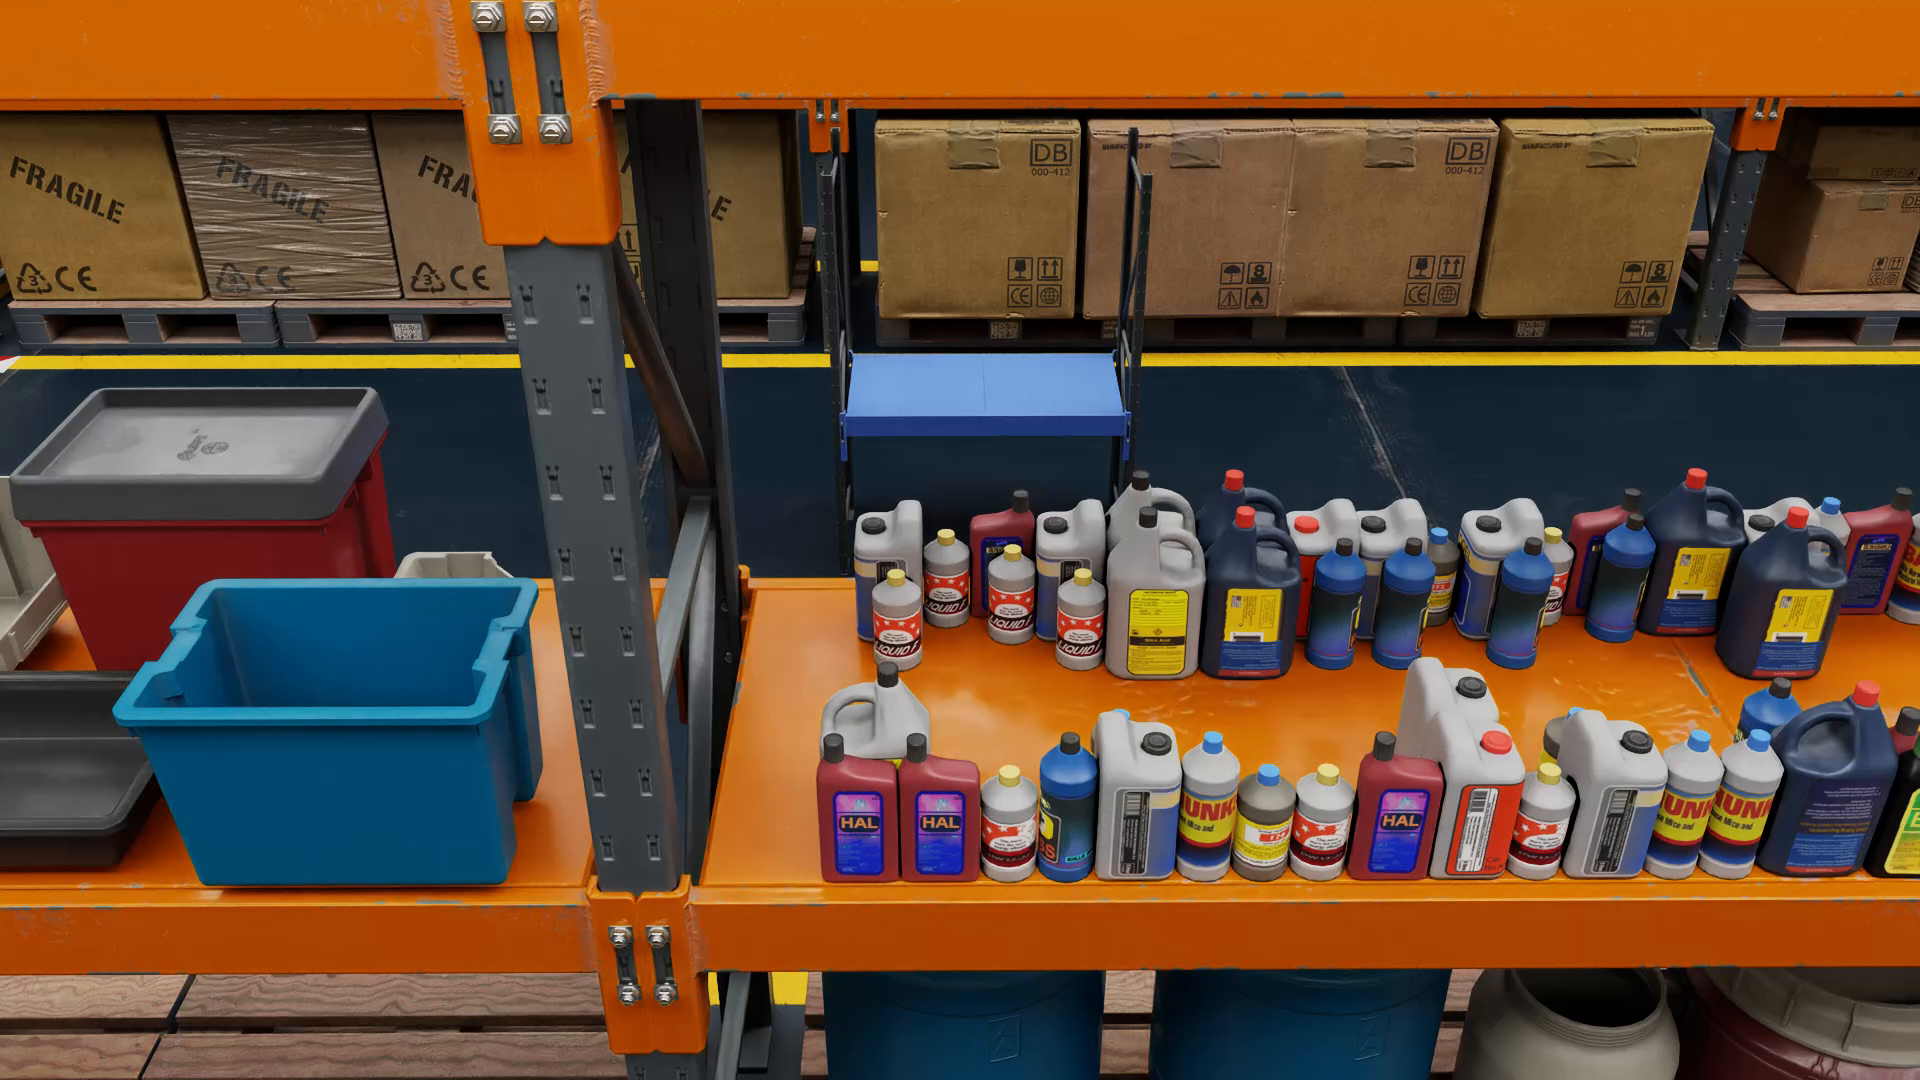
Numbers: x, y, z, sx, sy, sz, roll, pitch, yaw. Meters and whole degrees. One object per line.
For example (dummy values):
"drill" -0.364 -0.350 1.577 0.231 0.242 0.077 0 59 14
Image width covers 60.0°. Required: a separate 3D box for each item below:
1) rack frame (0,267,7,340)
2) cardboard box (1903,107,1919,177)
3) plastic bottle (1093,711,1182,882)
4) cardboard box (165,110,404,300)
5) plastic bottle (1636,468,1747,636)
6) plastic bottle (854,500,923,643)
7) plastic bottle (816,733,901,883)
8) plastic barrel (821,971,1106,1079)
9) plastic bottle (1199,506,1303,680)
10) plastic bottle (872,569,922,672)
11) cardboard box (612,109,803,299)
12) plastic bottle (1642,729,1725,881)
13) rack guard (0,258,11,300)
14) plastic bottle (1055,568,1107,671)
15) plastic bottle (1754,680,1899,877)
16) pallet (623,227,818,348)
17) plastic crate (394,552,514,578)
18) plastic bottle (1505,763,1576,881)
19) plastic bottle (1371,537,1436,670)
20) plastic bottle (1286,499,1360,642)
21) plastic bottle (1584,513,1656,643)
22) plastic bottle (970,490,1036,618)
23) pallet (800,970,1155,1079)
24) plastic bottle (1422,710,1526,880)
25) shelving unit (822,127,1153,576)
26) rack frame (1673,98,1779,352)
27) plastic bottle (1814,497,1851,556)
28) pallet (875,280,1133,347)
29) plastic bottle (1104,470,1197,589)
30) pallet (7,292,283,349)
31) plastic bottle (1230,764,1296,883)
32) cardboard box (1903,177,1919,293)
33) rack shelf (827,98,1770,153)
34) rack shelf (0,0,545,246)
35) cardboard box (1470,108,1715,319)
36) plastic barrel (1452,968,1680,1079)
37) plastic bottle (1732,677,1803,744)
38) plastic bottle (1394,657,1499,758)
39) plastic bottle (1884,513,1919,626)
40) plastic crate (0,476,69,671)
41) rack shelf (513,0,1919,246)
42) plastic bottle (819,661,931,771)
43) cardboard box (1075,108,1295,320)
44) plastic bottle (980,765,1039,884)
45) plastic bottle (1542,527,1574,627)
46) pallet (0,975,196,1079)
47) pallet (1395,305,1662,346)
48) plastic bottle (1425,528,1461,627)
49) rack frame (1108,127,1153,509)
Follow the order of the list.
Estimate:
"rack frame" -4.566 -2.386 7.290 0.127 3.000 1.000 0 31 0
"cardboard box" 4.634 -1.875 7.712 0.500 0.250 0.500 3 31 5
"plastic bottle" 0.295 0.419 2.787 0.135 0.276 0.152 0 31 0
"cardboard box" -3.017 -1.703 7.809 0.875 0.875 0.875 0 31 0
"plastic bottle" 1.482 0.016 3.379 0.185 0.351 0.144 0 31 0
"plastic bottle" -0.144 0.055 3.387 0.135 0.276 0.152 0 31 0
"plastic bottle" -0.167 0.441 2.744 0.133 0.283 0.061 0 31 0
"plastic barrel" 0.008 0.896 3.500 0.708 0.901 0.600 0 31 0
"plastic bottle" 0.567 0.094 3.251 0.185 0.351 0.144 0 31 0
"plastic bottle" -0.125 0.152 3.300 0.097 0.201 0.097 0 31 0
"cardboard box" -1.227 -1.709 7.818 0.875 0.875 0.875 0 31 0
"plastic bottle" 1.203 0.433 2.769 0.097 0.271 0.097 0 31 0
"rack guard" -4.590 -1.317 7.938 0.348 0.500 1.175 0 31 0
"plastic bottle" 0.241 0.151 3.302 0.097 0.201 0.097 0 31 0
"plastic bottle" 1.441 0.386 2.770 0.185 0.351 0.144 0 31 0
"pallet" -1.327 -1.244 8.097 1.213 0.211 1.003 0 31 0
"plastic crate" -1.003 0.186 3.249 0.243 0.136 0.396 0 31 0
"plastic bottle" 0.971 0.463 2.786 0.097 0.201 0.097 0 31 0
"plastic bottle" 0.879 0.119 3.287 0.097 0.271 0.097 0 31 0
"plastic bottle" 0.726 0.053 3.391 0.135 0.276 0.152 0 31 0
"plastic bottle" 1.342 0.070 3.367 0.097 0.271 0.097 0 31 0
"plastic bottle" 0.087 0.028 3.425 0.133 0.283 0.061 0 31 0
"pallet" 0.236 1.382 3.768 1.213 0.211 1.003 0 31 0
"plastic bottle" 0.855 0.417 2.790 0.135 0.276 0.152 0 31 0
"shelving unit" 0.085 -0.641 5.861 1.048 1.500 0.538 0 31 0
"rack frame" 3.434 -2.411 7.331 0.127 3.000 1.000 0 31 0
"plastic bottle" 1.758 0.037 3.421 0.097 0.271 0.097 0 31 0
"pallet" 0.205 -1.247 8.102 1.213 0.211 1.003 0 31 0
"plastic bottle" 0.381 0.020 3.374 0.185 0.351 0.144 0 31 0
"pallet" -3.767 -1.236 8.084 1.213 0.211 1.003 0 31 0
"plastic bottle" 0.508 0.465 2.784 0.097 0.201 0.097 0 31 0
"cardboard box" 4.658 -1.551 7.900 0.500 0.500 0.700 -3 31 -4
"rack shelf" 1.434 -2.097 7.508 4.000 0.370 1.077 0 31 0
"rack shelf" -2.536 -0.798 2.474 4.000 0.370 1.077 0 31 0
"cardboard box" 2.744 -1.690 7.788 0.875 0.875 1.225 -2 31 -3
"plastic barrel" 1.281 1.105 3.531 0.421 0.512 0.421 0 31 0
"plastic bottle" 1.397 0.357 2.894 0.097 0.271 0.097 0 31 0
"plastic bottle" 0.854 0.339 2.920 0.135 0.276 0.152 0 31 0
"plastic bottle" 1.989 0.036 3.422 0.097 0.271 0.097 0 31 0
"plastic crate" -2.064 0.105 3.241 0.530 0.282 0.437 0 31 0
"rack shelf" 1.464 -0.810 2.495 4.000 0.370 1.077 0 31 0
"plastic bottle" -0.142 0.359 2.814 0.185 0.351 0.144 0 31 0
"cardboard box" 0.967 -1.685 7.779 0.875 0.875 1.225 -1 31 -2
"plastic bottle" 0.082 0.466 2.782 0.097 0.201 0.097 0 31 0
"plastic bottle" 1.208 0.069 3.437 0.097 0.201 0.097 0 31 0
"pallet" -2.494 1.391 3.754 1.213 0.211 1.003 0 31 0
"pallet" 2.645 -1.255 8.115 1.213 0.211 1.003 0 31 0
"plastic bottle" 0.976 0.069 3.435 0.097 0.201 0.097 0 31 0
"rack frame" 0.594 -0.643 5.864 0.032 1.500 0.500 0 31 0
